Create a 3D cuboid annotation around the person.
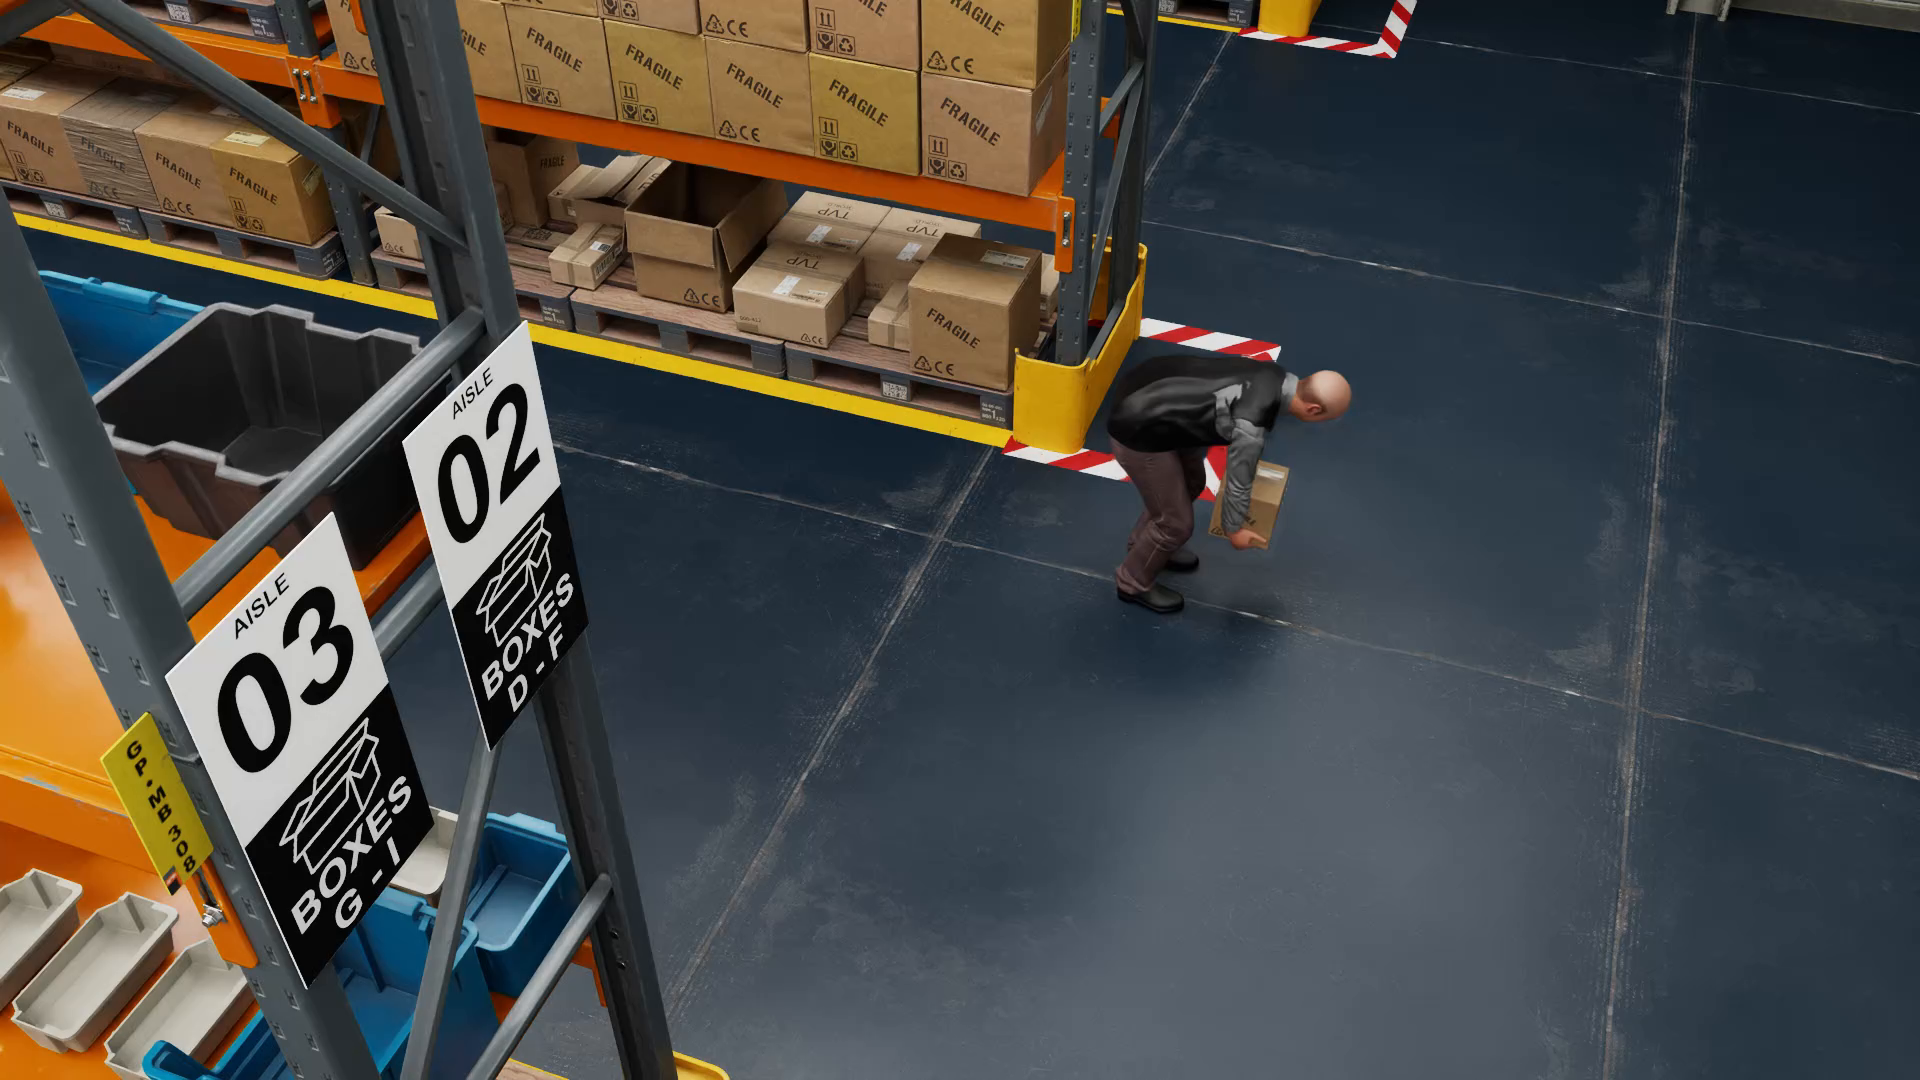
[{"bbox_3d":[1.059,-0.234,6.842,0.936,1.201,0.457,11,42,12],"label":"person"}]
